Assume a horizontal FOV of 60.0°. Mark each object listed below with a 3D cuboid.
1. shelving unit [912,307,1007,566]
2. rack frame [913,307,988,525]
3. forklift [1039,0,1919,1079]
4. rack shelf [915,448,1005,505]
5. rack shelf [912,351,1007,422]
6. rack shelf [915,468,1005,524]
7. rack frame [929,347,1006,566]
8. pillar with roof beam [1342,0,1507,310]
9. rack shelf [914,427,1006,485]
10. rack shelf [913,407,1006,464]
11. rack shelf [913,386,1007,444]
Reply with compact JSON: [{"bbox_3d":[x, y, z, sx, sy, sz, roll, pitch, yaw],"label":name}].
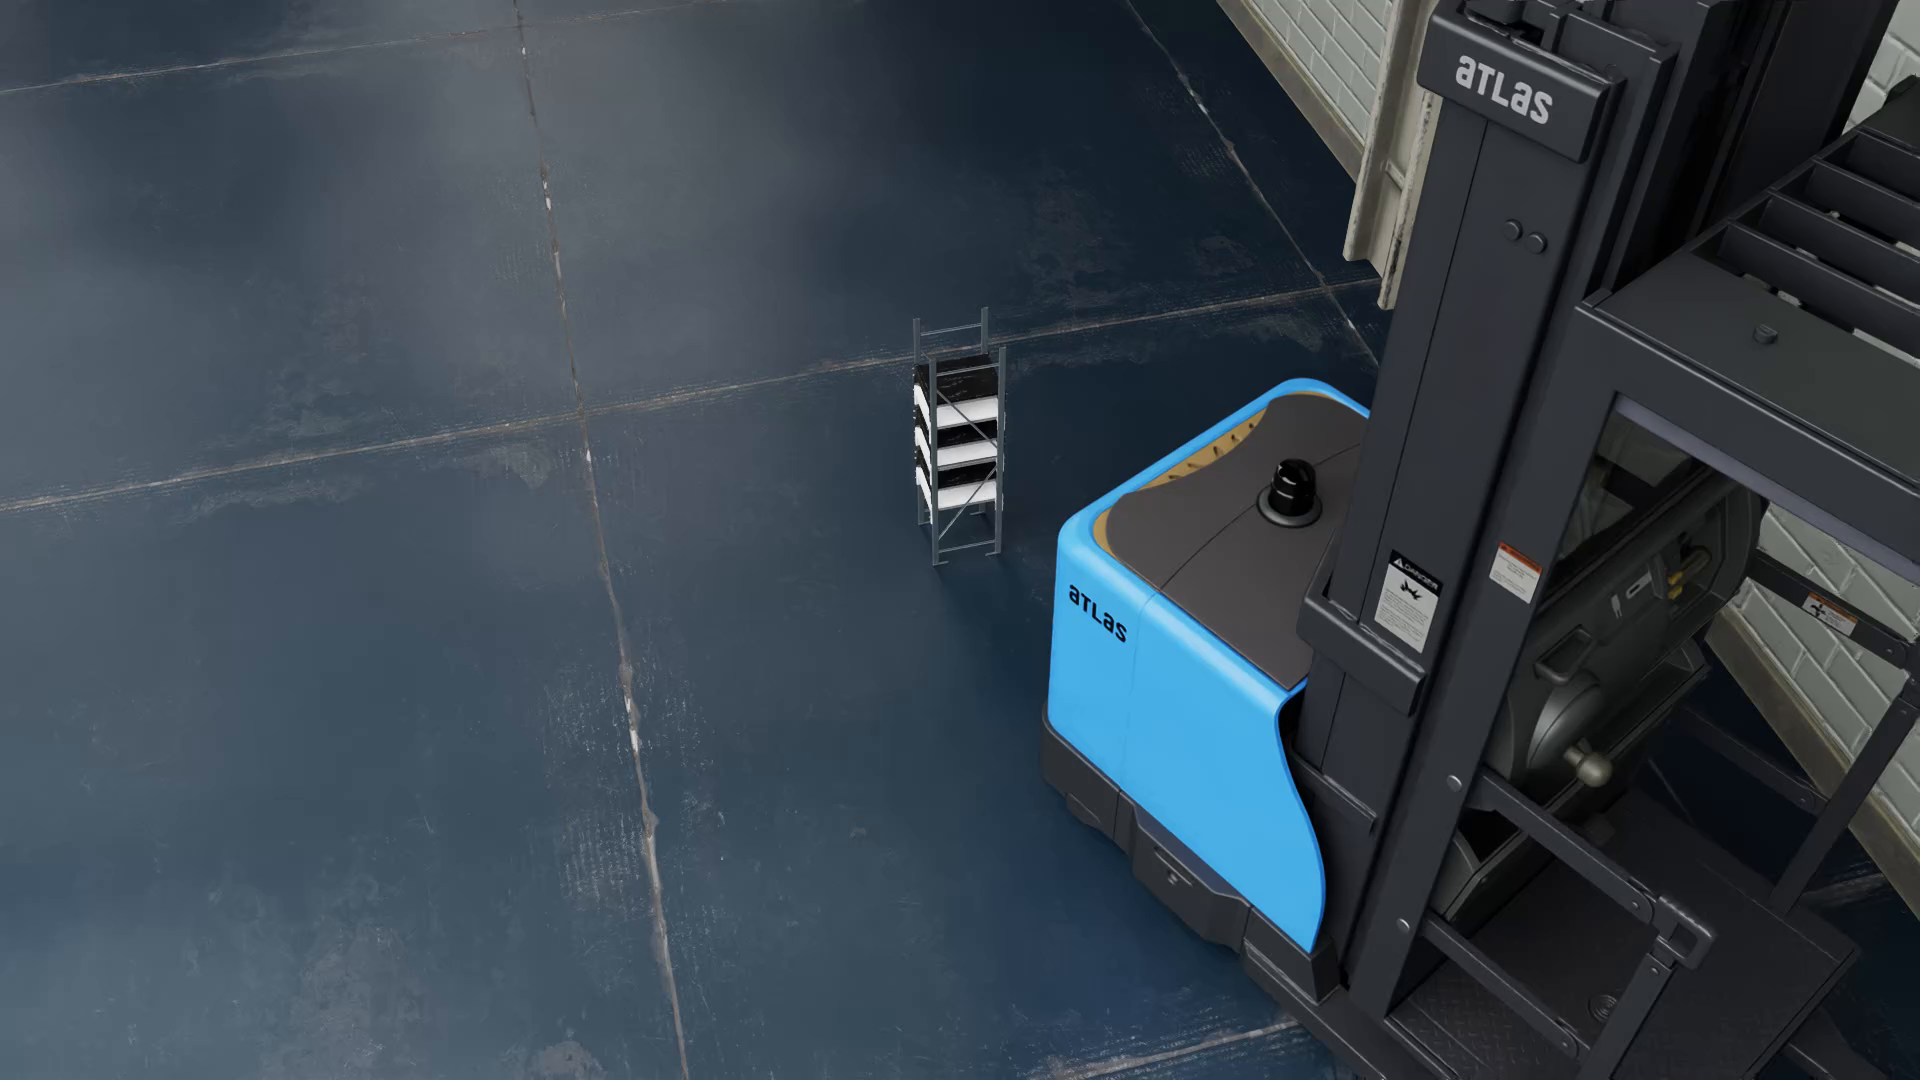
[{"bbox_3d":[-0.002,-0.321,5.434,0.258,0.900,0.210,-11,47,-10],"label":"shelving unit"},{"bbox_3d":[-0.028,-0.391,5.503,0.240,0.900,0.006,-11,47,-10],"label":"rack frame"},{"bbox_3d":[1.581,0.261,3.442,1.130,2.935,3.031,-32,53,-27],"label":"forklift"},{"bbox_3d":[-0.002,-0.234,5.522,0.258,0.077,0.200,-11,47,-10],"label":"rack shelf"},{"bbox_3d":[-0.002,-0.486,5.265,0.258,0.077,0.200,-11,47,-10],"label":"rack shelf"},{"bbox_3d":[-0.002,-0.171,5.586,0.258,0.077,0.200,-11,47,-10],"label":"rack shelf"},{"bbox_3d":[0.024,-0.250,5.365,0.240,0.900,0.006,-11,47,-10],"label":"rack frame"},{"bbox_3d":[-2.373,-3.446,2.827,9.100,9.000,0.400,-11,47,-10],"label":"pillar with roof beam"},{"bbox_3d":[-0.002,-0.297,5.458,0.258,0.077,0.200,-11,47,-10],"label":"rack shelf"},{"bbox_3d":[-0.002,-0.360,5.394,0.258,0.077,0.200,-11,47,-10],"label":"rack shelf"},{"bbox_3d":[-0.002,-0.423,5.329,0.258,0.077,0.200,-11,47,-10],"label":"rack shelf"}]
